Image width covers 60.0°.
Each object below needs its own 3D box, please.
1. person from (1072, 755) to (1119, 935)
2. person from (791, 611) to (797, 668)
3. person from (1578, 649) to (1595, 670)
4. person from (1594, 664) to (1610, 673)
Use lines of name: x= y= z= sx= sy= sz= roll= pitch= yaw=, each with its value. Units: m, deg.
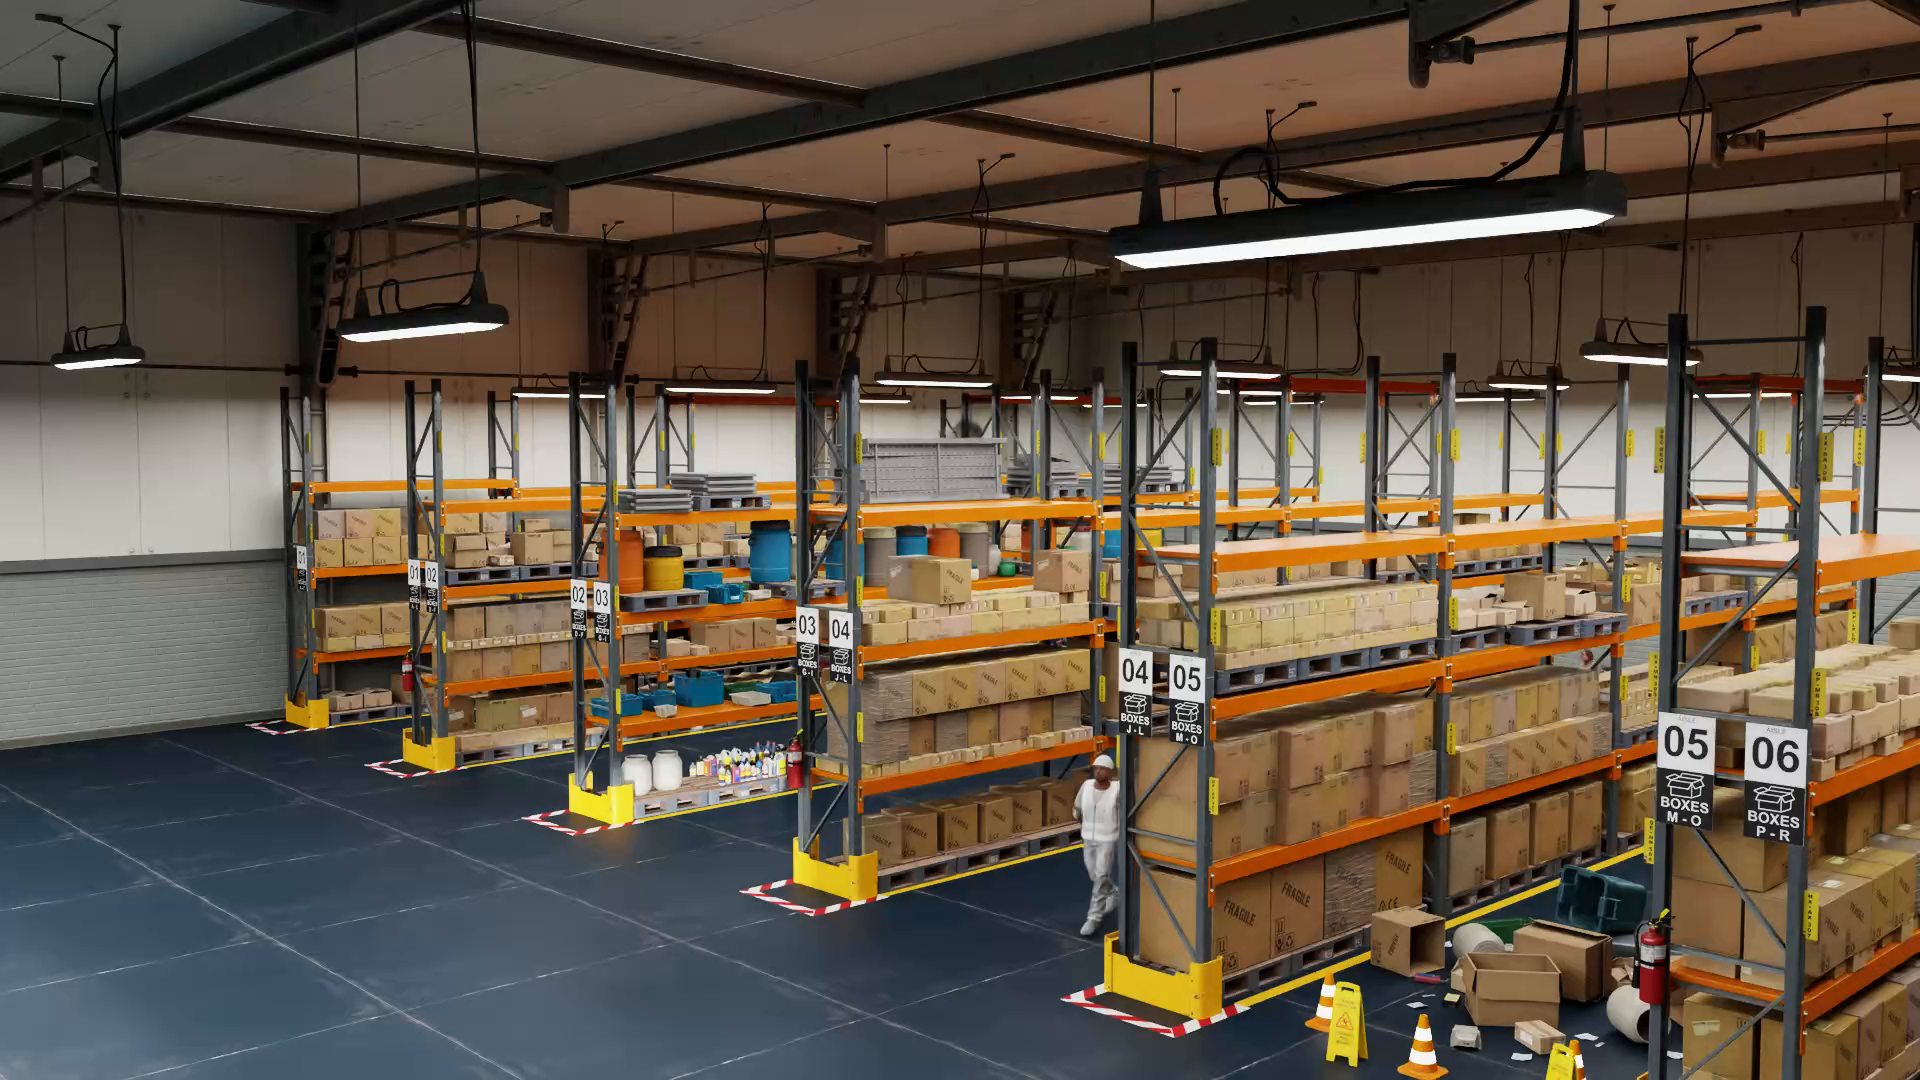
person: x=1.468 y=3.128 z=17.354 sx=0.684 sy=1.774 sz=0.954 roll=2 pitch=4 yaw=34
person: x=-3.193 y=2.242 z=33.275 sx=0.717 sy=1.713 sz=0.617 roll=-3 pitch=5 yaw=-40
person: x=10.460 y=2.609 z=27.718 sx=0.539 sy=1.597 sz=0.657 roll=3 pitch=5 yaw=41
person: x=9.595 y=2.726 z=24.918 sx=0.760 sy=1.752 sz=0.582 roll=-3 pitch=5 yaw=-40
